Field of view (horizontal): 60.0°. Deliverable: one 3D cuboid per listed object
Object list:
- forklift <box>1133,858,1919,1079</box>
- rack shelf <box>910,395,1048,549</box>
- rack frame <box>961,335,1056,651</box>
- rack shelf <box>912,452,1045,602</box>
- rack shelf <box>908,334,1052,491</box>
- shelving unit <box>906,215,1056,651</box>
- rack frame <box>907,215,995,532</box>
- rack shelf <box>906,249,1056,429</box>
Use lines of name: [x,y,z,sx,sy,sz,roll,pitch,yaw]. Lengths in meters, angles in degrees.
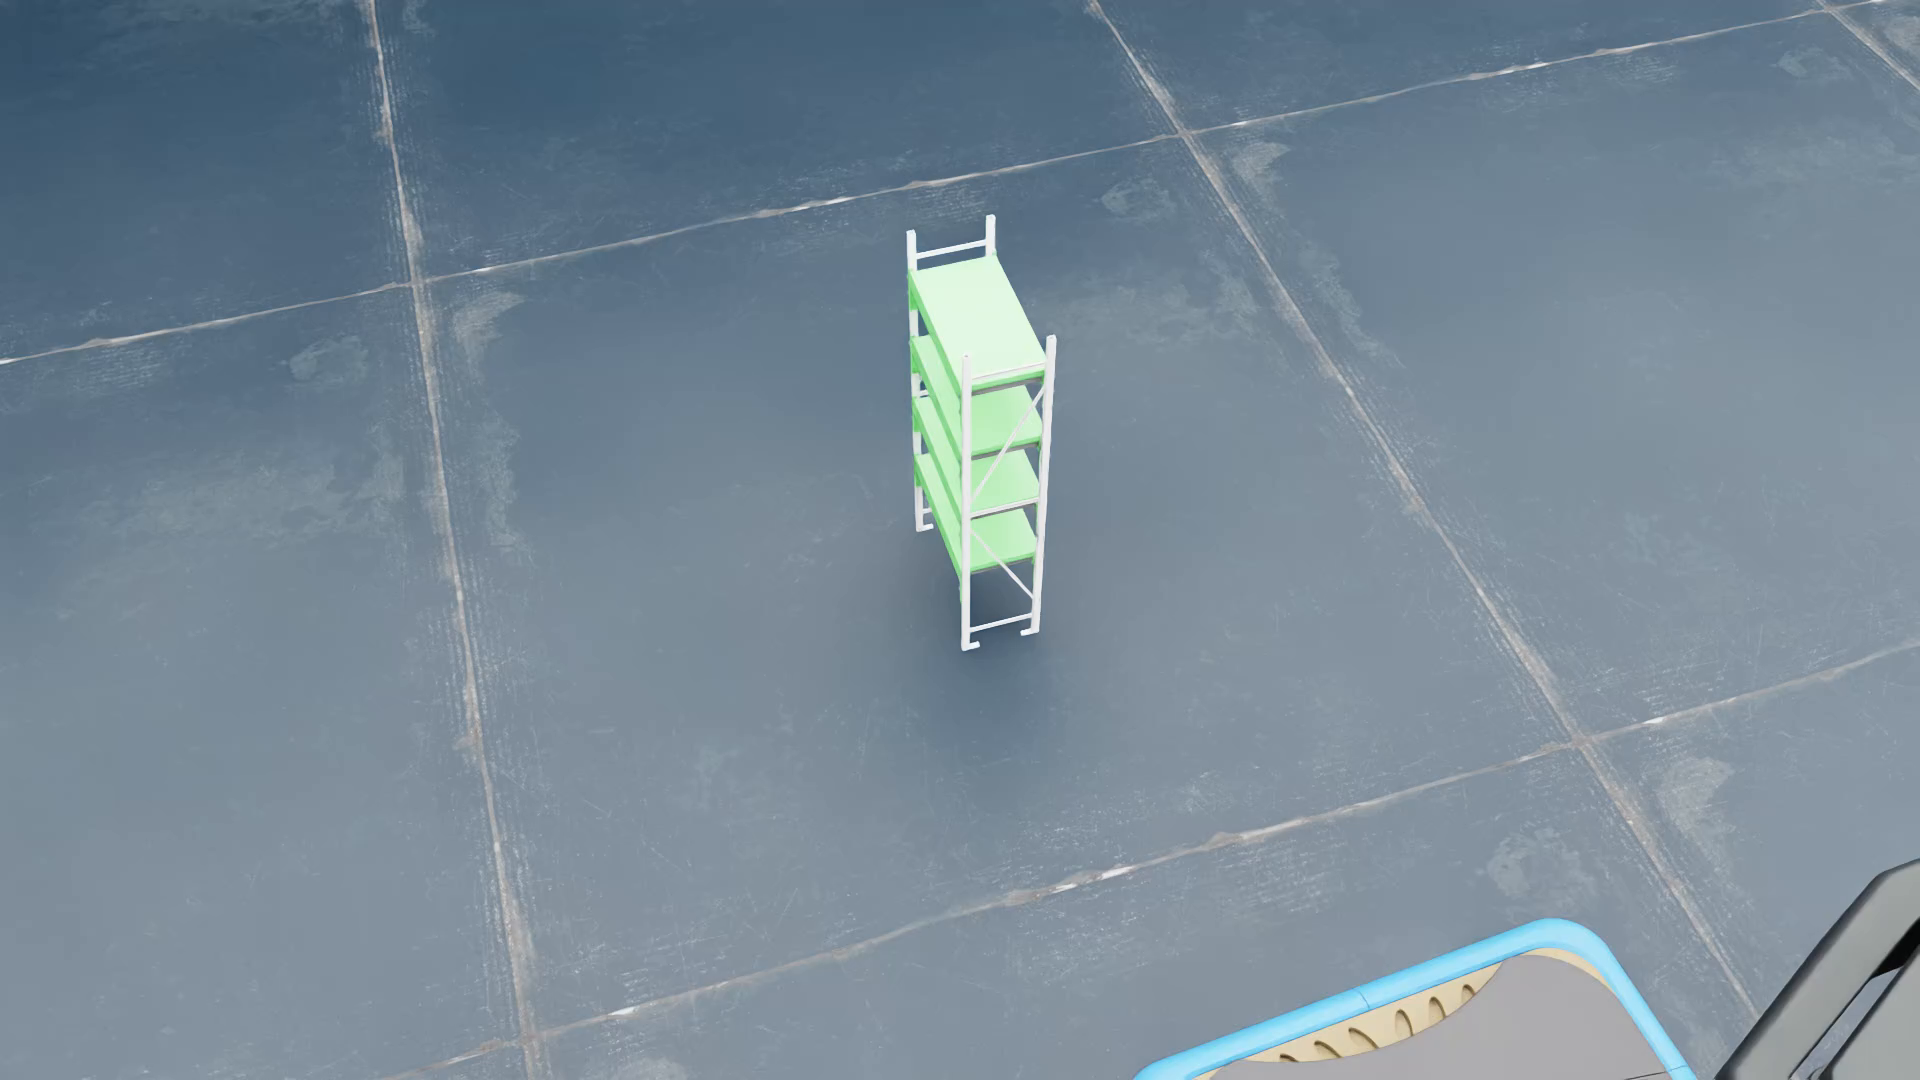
forklift: [1.270,1.656,1.937,1.130,2.935,3.031,-16,52,-13]
rack shelf: [0.049,-0.225,4.738,0.258,0.148,0.480,-13,51,-11]
rack frame: [0.121,-0.088,4.539,0.240,1.200,0.015,-13,51,-11]
rack shelf: [0.049,-0.070,4.922,0.258,0.148,0.480,-13,51,-11]
rack shelf: [0.049,-0.379,4.555,0.258,0.148,0.480,-13,51,-11]
shelving unit: [0.049,-0.266,4.689,0.258,1.200,0.503,-13,51,-11]
rack frame: [-0.023,-0.444,4.840,0.240,1.200,0.015,-13,51,-11]
rack shelf: [0.049,-0.534,4.371,0.258,0.148,0.480,-13,51,-11]
